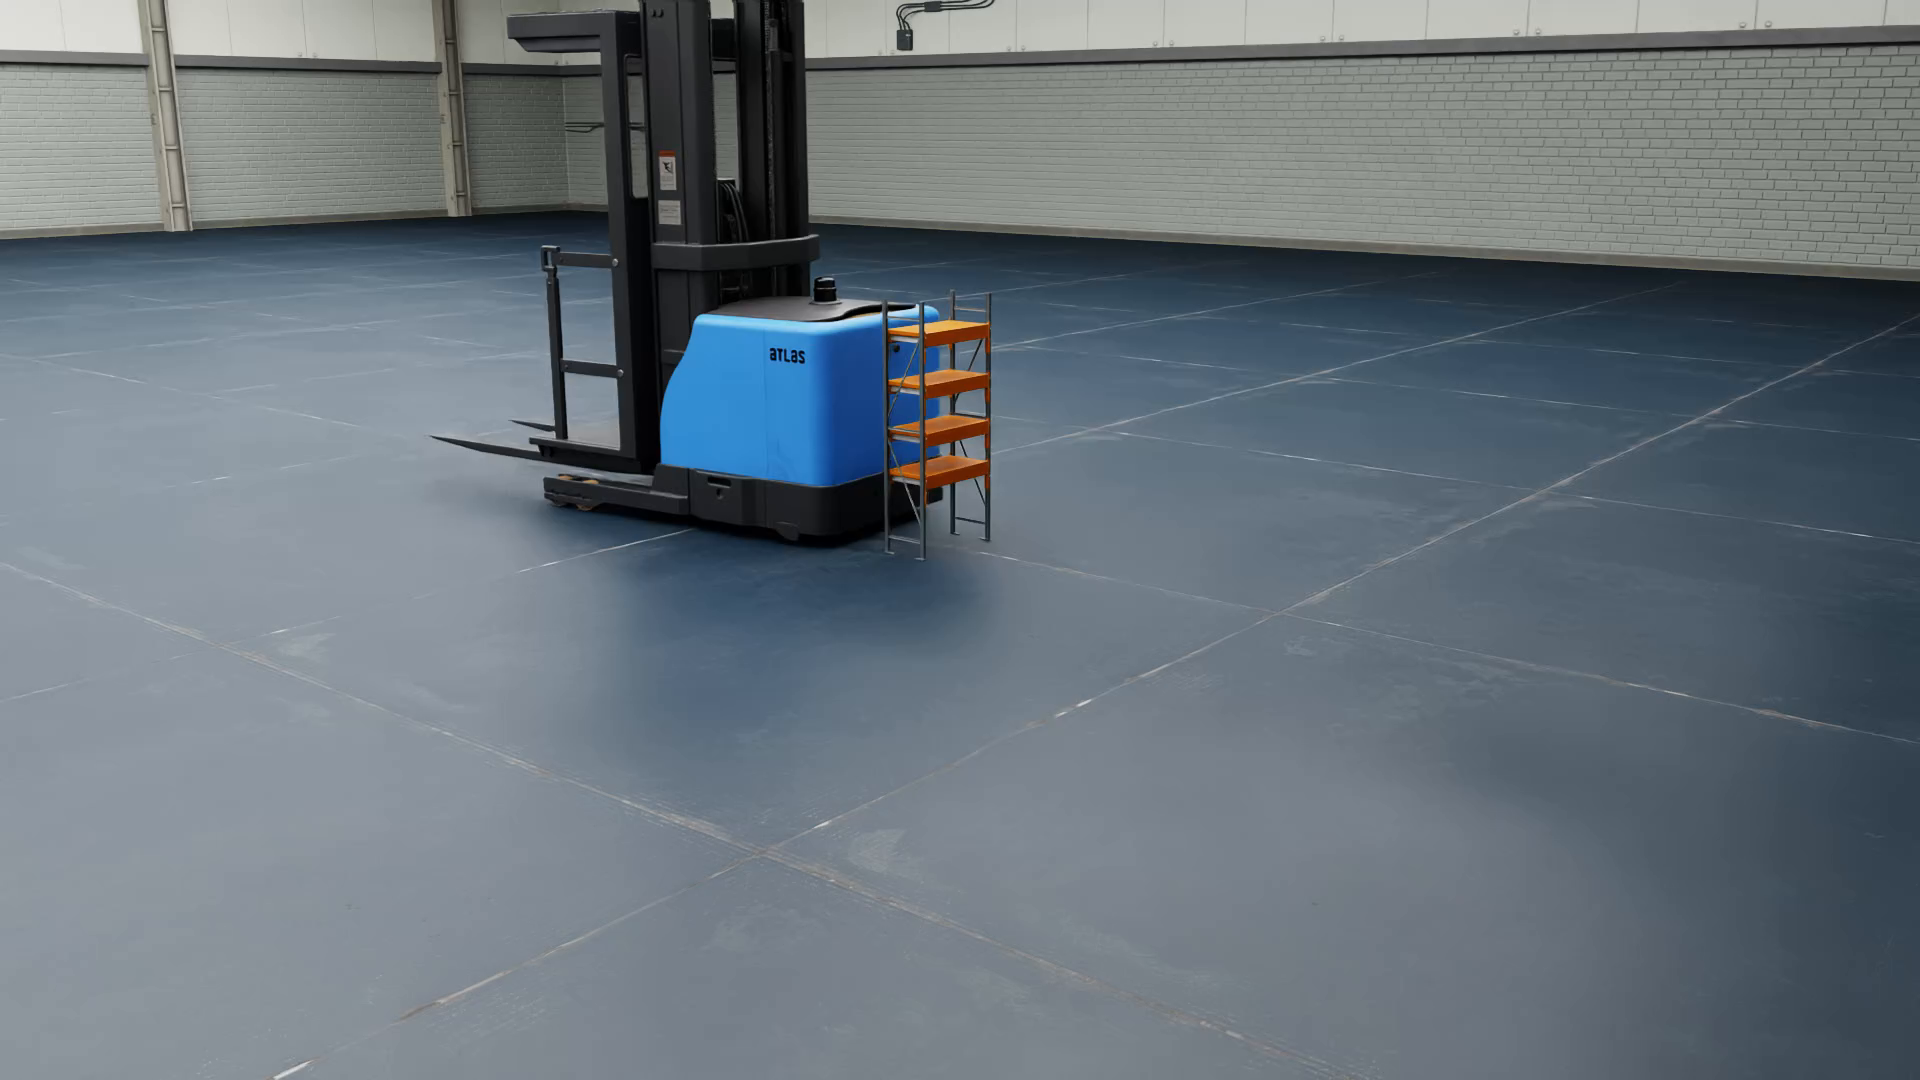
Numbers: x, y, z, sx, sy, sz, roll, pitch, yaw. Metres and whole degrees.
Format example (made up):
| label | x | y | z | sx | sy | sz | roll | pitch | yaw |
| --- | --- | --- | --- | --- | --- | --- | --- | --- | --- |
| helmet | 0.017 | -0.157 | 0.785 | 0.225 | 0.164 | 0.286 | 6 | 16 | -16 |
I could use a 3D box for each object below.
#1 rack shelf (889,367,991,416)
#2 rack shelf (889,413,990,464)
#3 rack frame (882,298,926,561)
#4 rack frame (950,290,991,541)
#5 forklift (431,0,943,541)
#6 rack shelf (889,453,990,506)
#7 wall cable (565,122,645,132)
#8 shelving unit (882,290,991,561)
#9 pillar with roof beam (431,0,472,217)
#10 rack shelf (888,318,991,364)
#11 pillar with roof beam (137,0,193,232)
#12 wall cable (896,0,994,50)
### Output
| label | x | y | z | sx | sy | sz | roll | pitch | yaw |
| --- | --- | --- | --- | --- | --- | --- | --- | --- | --- |
| rack shelf | -0.104 | -0.701 | 7.812 | 0.258 | 0.148 | 0.480 | 11 | 18 | 38 |
| rack shelf | -0.104 | -0.485 | 7.867 | 0.258 | 0.148 | 0.480 | 11 | 18 | 38 |
| rack frame | -0.257 | -0.503 | 7.666 | 0.240 | 1.200 | 0.015 | 11 | 18 | 38 |
| rack frame | 0.049 | -0.597 | 8.034 | 0.240 | 1.200 | 0.015 | 11 | 18 | 38 |
| forklift | -1.603 | -1.670 | 8.745 | 3.031 | 2.935 | 1.130 | 9 | 17 | 32 |
| rack shelf | -0.104 | -0.292 | 7.916 | 0.258 | 0.148 | 0.480 | 11 | 18 | 38 |
| wall cable | -7.612 | -10.011 | 35.561 | 3.097 | 2.526 | 0.112 | 11 | 18 | 38 |
| shelving unit | -0.104 | -0.550 | 7.850 | 0.258 | 1.200 | 0.503 | 11 | 18 | 38 |
| pillar with roof beam | -7.143 | -10.490 | 31.141 | 9.100 | 9.000 | 0.400 | 11 | 18 | 38 |
| rack shelf | -0.104 | -0.931 | 7.754 | 0.258 | 0.148 | 0.480 | 11 | 18 | 38 |
| pillar with roof beam | -10.914 | -9.341 | 26.618 | 9.100 | 9.000 | 0.400 | 11 | 18 | 38 |
| wall cable | -0.237 | -11.692 | 28.965 | 2.305 | 6.003 | 0.169 | 11 | 18 | 38 |
